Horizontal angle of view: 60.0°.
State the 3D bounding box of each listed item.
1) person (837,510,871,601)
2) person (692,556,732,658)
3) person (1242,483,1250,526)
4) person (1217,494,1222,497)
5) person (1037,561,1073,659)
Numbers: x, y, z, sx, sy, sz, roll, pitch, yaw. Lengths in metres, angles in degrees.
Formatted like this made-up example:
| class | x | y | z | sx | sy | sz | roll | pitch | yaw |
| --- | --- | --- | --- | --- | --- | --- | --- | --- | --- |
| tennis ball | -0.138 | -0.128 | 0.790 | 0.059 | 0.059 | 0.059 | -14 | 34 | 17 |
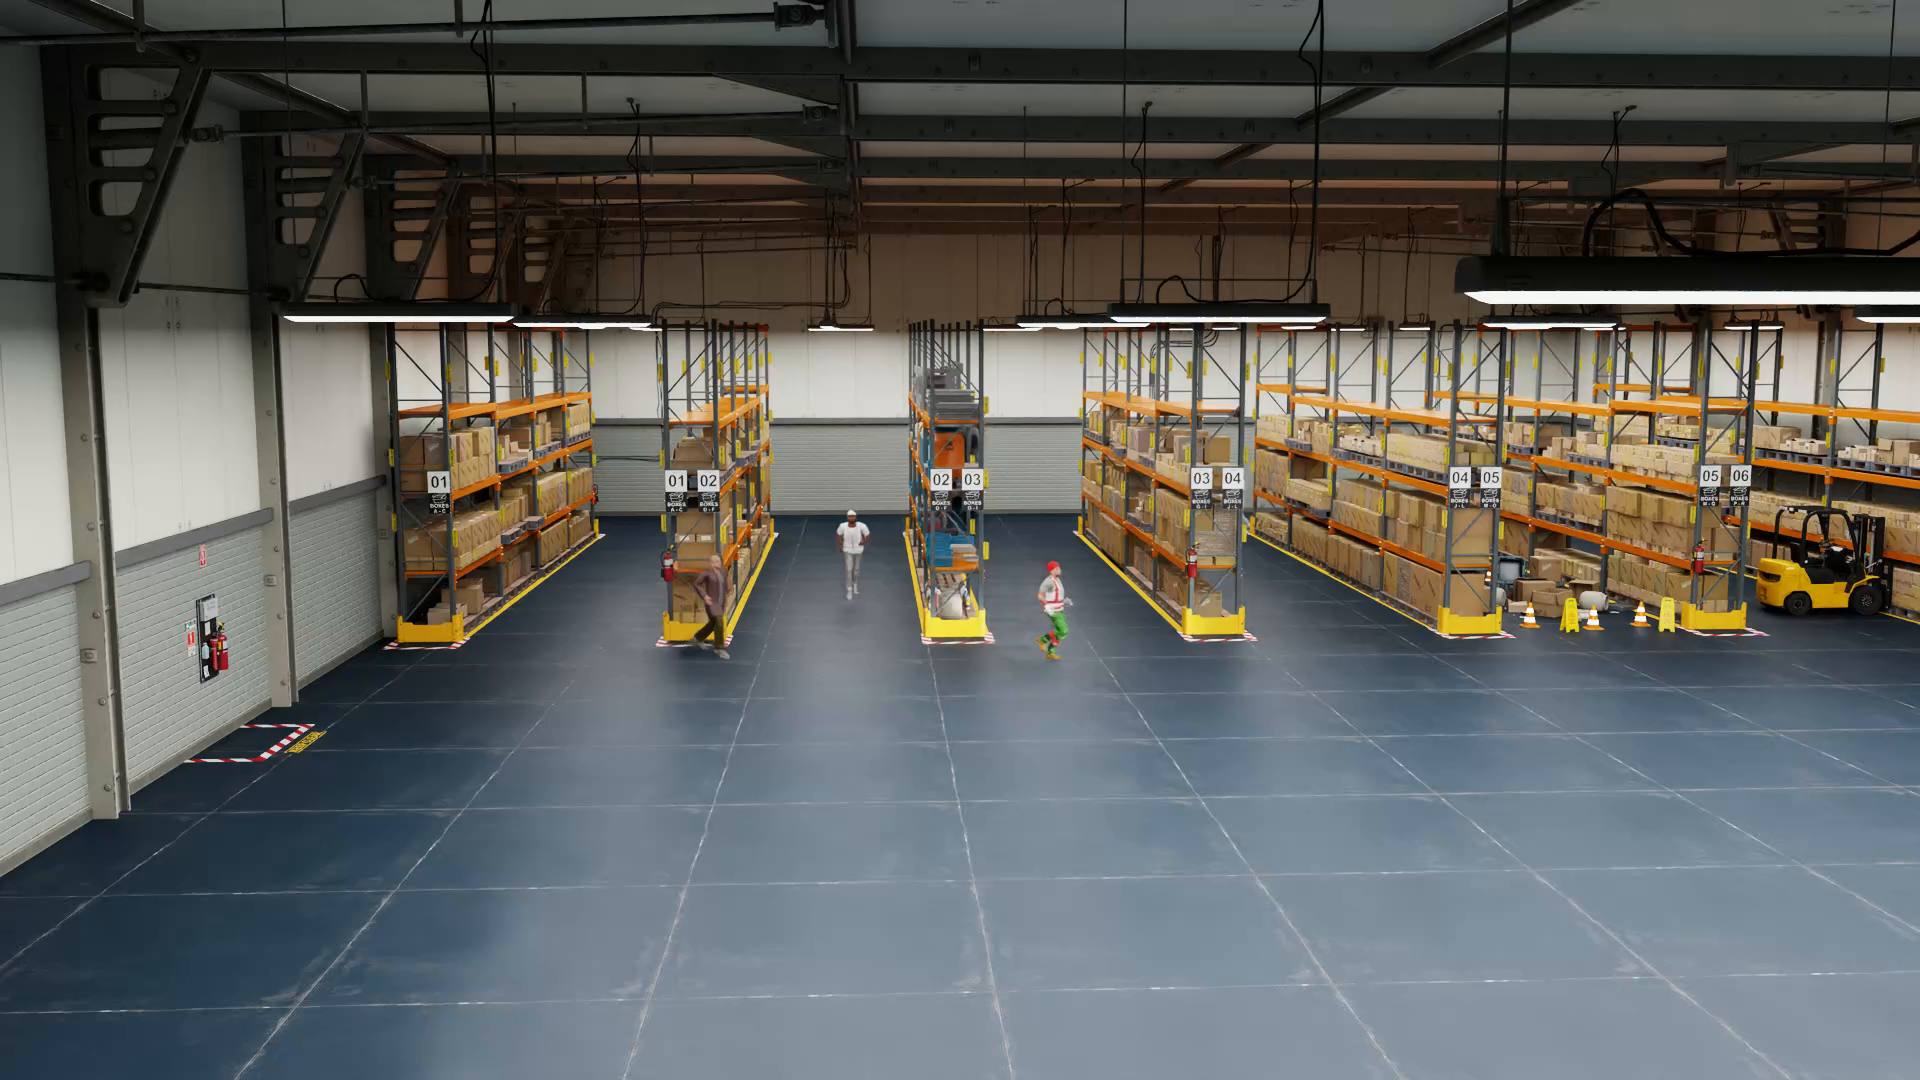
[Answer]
| class | x | y | z | sx | sy | sz | roll | pitch | yaw |
| --- | --- | --- | --- | --- | --- | --- | --- | --- | --- |
| person | -2.217 | 0.291 | 34.726 | 0.704 | 1.862 | 0.704 | -1 | 7 | -6 |
| person | -4.427 | 1.173 | 29.758 | 0.922 | 1.828 | 0.716 | 4 | 8 | 32 |
| person | 8.065 | -1.168 | 49.044 | 1.112 | 1.685 | 0.716 | -1 | 7 | -5 |
| person | 7.241 | -0.900 | 46.637 | 0.722 | 1.739 | 0.855 | 1 | 7 | 8 |
| person | 1.679 | 1.243 | 29.347 | 0.594 | 1.741 | 0.664 | 3 | 8 | 24 |
